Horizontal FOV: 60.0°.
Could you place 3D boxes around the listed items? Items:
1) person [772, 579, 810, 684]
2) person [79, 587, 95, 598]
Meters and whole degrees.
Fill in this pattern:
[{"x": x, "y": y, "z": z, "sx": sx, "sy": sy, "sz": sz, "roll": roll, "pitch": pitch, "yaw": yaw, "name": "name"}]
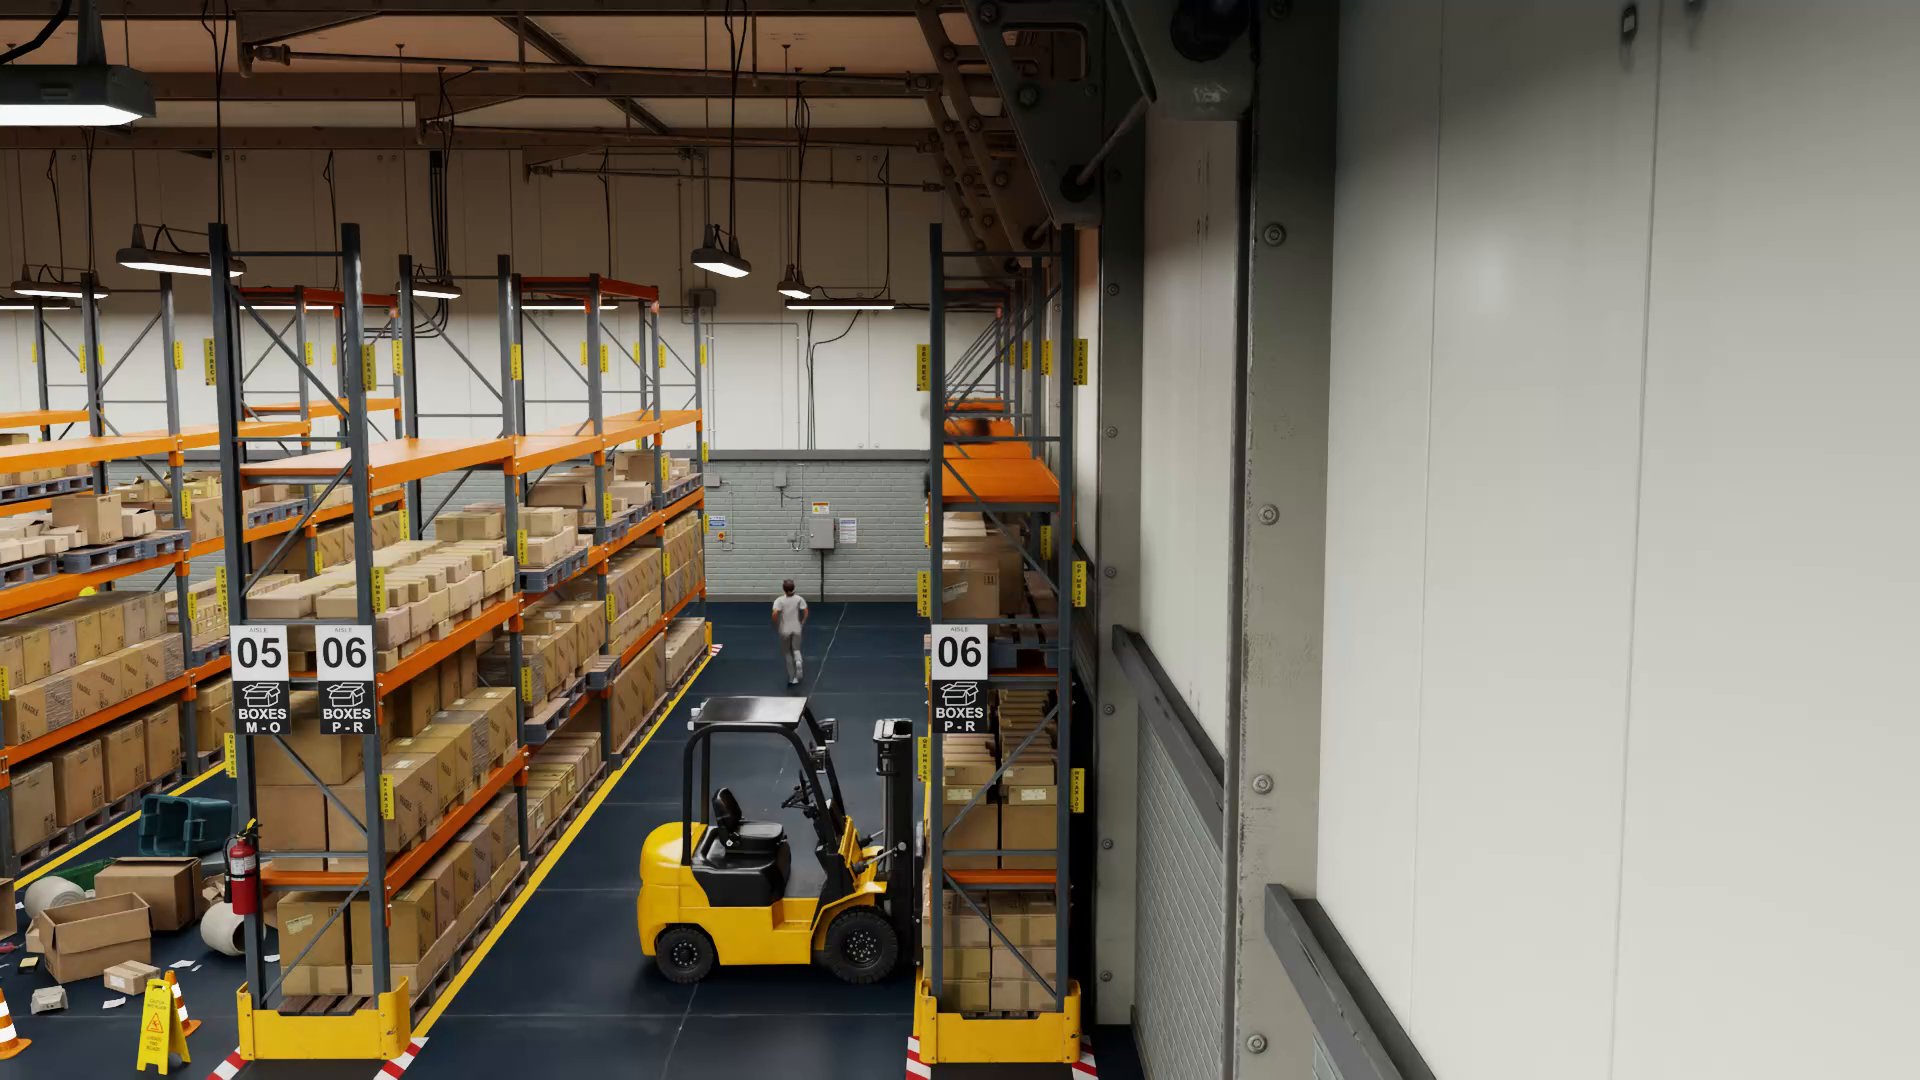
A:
[{"x": -2.575, "y": 1.417, "z": 25.313, "sx": 0.585, "sy": 1.639, "sz": 0.672, "roll": -2, "pitch": 7, "yaw": -19, "name": "person"}, {"x": -12.276, "y": 1.538, "z": 23.537, "sx": 0.640, "sy": 1.796, "sz": 0.890, "roll": 0, "pitch": 7, "yaw": -2, "name": "person"}]
